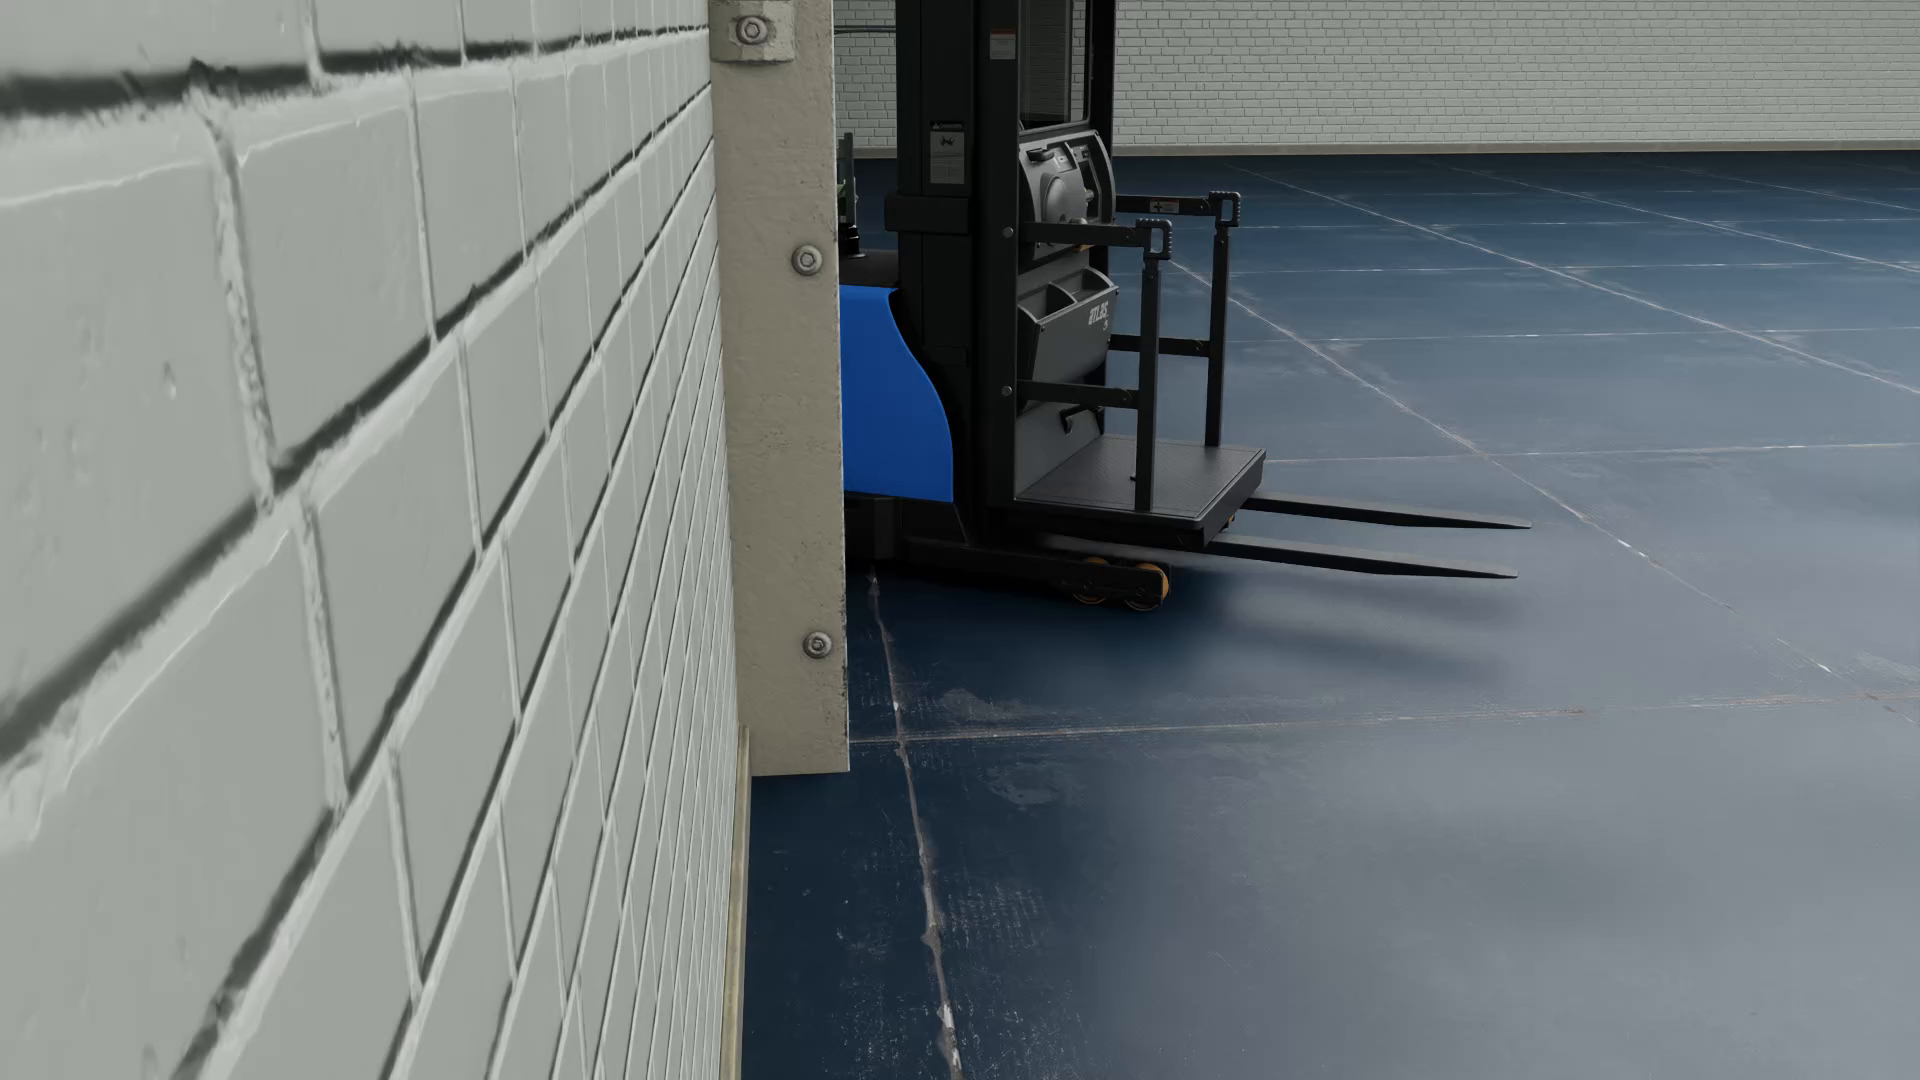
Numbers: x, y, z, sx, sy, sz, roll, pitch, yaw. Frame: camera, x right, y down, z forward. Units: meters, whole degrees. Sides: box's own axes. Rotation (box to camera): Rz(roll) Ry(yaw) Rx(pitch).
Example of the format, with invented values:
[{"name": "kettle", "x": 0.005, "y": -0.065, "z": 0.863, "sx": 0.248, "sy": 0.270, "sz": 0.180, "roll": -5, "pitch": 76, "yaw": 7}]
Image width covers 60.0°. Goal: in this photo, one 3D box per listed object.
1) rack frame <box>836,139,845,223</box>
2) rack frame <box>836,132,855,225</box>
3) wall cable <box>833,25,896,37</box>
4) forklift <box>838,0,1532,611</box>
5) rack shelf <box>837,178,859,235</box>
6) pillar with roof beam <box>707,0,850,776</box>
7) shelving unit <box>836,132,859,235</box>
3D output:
[{"name": "rack frame", "x": -0.692, "y": -1.021, "z": 7.439, "sx": 0.400, "sy": 1.500, "sz": 0.023, "roll": -2, "pitch": 12, "yaw": -6}, {"name": "rack frame", "x": -0.617, "y": -0.875, "z": 6.726, "sx": 0.400, "sy": 1.500, "sz": 0.023, "roll": -2, "pitch": 12, "yaw": -6}, {"name": "wall cable", "x": -1.327, "y": -8.503, "z": 23.923, "sx": 3.097, "sy": 2.526, "sz": 0.112, "roll": -2, "pitch": 18, "yaw": -6}, {"name": "forklift", "x": 0.583, "y": -1.327, "z": 6.011, "sx": 3.031, "sy": 2.935, "sz": 1.130, "roll": 7, "pitch": 19, "yaw": 21}, {"name": "rack shelf", "x": -0.658, "y": -1.331, "z": 7.004, "sx": 0.431, "sy": 0.370, "sz": 0.720, "roll": -2, "pitch": 12, "yaw": -6}, {"name": "pillar with roof beam", "x": 3.801, "y": -3.836, "z": 3.874, "sx": 9.100, "sy": 9.000, "sz": 0.400, "roll": -2, "pitch": 18, "yaw": -6}, {"name": "shelving unit", "x": -0.654, "y": -0.948, "z": 7.082, "sx": 0.431, "sy": 1.500, "sz": 0.755, "roll": -2, "pitch": 12, "yaw": -6}]
